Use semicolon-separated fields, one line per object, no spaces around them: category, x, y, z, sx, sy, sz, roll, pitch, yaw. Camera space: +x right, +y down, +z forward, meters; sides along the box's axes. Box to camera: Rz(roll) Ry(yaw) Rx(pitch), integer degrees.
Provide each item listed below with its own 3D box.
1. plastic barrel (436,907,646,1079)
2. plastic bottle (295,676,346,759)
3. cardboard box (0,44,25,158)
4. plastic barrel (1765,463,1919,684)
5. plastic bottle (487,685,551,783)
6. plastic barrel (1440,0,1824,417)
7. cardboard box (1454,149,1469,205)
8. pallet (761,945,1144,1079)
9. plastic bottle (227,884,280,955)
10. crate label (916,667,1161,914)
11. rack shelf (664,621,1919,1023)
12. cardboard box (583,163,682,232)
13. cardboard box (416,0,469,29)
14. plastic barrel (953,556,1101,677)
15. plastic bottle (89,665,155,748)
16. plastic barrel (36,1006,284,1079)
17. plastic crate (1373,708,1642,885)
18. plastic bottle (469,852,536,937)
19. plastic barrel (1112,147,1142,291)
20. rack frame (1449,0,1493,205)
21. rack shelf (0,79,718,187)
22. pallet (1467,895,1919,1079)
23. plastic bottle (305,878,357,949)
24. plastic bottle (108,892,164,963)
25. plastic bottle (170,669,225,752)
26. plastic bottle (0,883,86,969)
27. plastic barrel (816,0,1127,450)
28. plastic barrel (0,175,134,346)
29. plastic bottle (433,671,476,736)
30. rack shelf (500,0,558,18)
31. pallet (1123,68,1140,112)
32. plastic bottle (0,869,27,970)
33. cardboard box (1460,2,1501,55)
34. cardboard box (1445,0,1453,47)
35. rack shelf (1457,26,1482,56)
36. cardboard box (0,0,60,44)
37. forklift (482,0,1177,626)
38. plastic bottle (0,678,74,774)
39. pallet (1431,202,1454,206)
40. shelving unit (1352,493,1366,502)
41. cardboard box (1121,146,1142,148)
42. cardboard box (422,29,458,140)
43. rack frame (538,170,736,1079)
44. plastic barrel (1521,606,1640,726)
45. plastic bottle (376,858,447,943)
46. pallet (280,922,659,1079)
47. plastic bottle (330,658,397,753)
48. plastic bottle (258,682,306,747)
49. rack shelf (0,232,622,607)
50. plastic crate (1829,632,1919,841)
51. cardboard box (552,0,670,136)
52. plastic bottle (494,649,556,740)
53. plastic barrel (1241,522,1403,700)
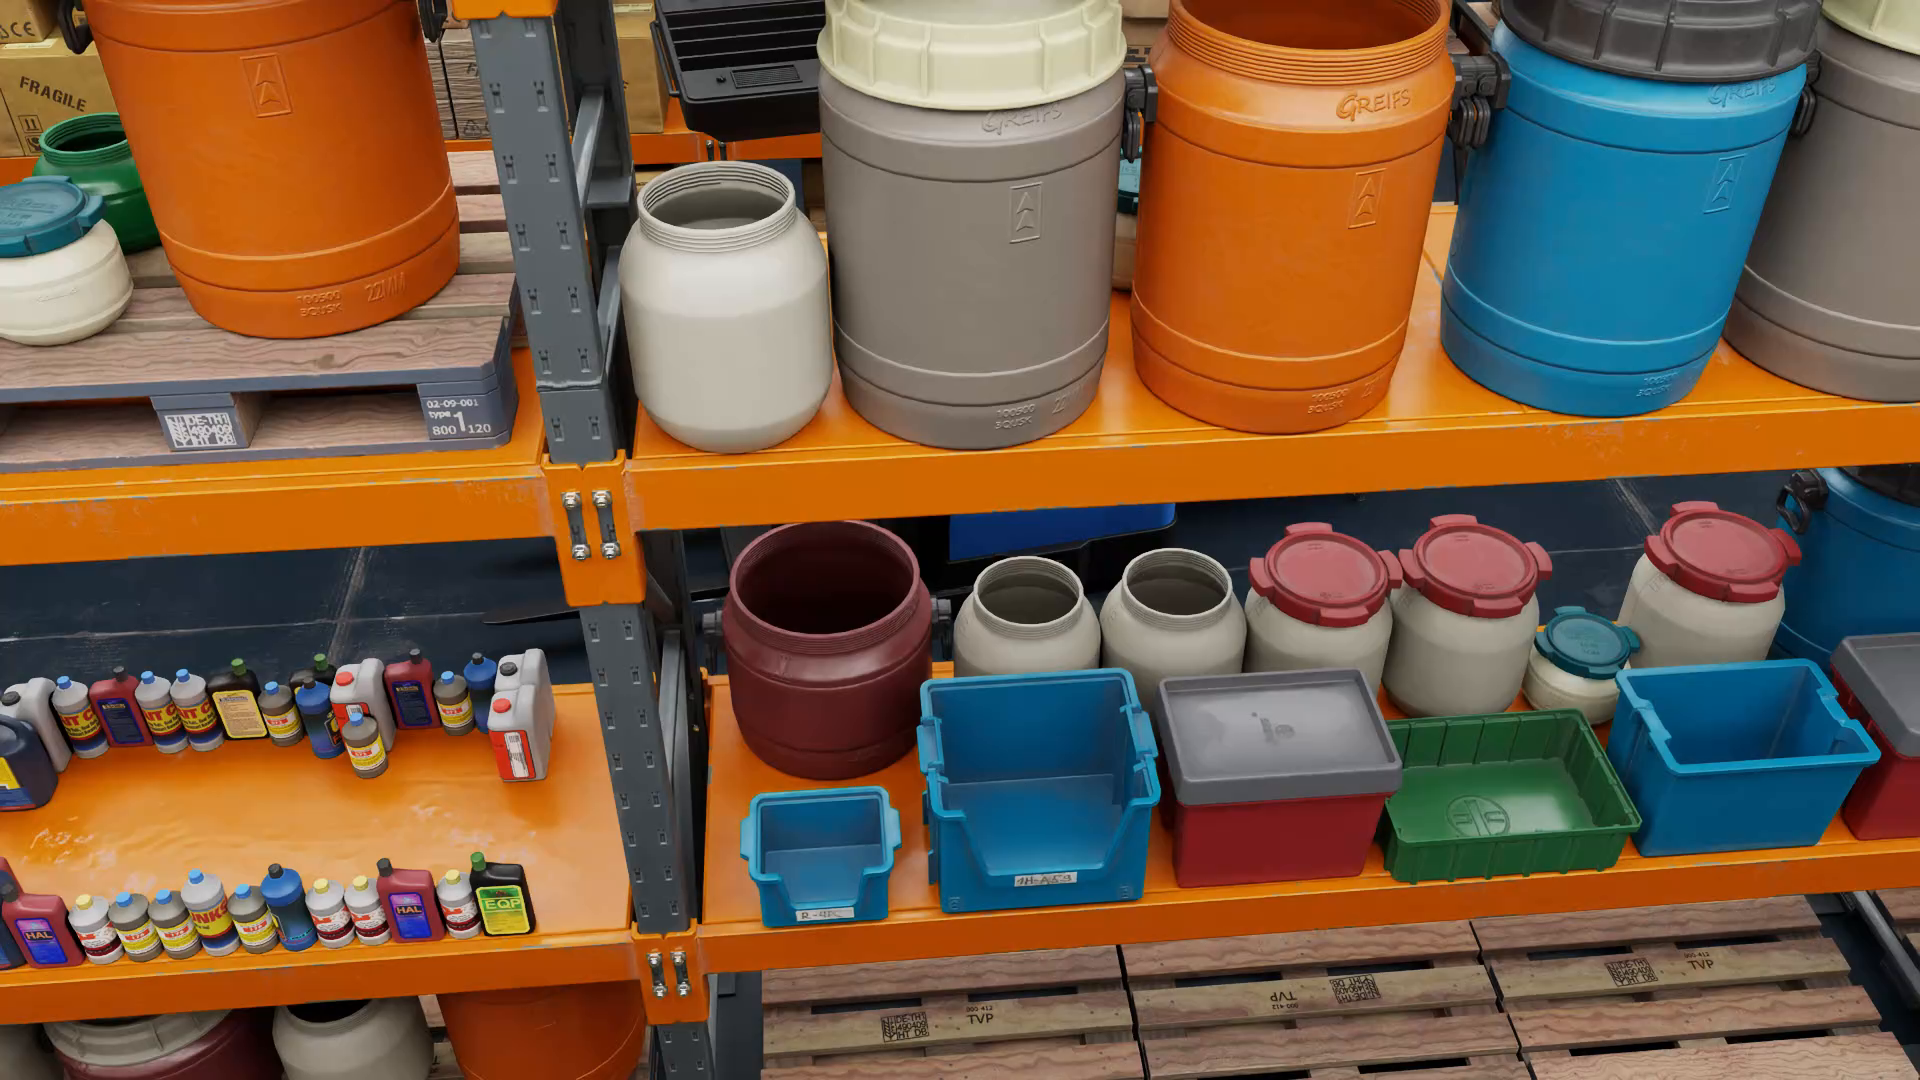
plastic barrel;-1.300;1.299;5.095;0.708;0.830;0.600;-3;38;-4
plastic bottle;-1.848;0.502;4.796;0.097;0.271;0.097;0;38;0
cardboard box;-4.757;-2.172;8.001;0.500;0.500;0.500;-3;38;-4
plastic barrel;2.758;-0.007;4.933;0.708;0.901;0.600;-3;38;-4
plastic bottle;-1.261;0.541;4.742;0.135;0.276;0.152;-3;38;-4
plastic barrel;1.379;-0.786;3.498;0.708;0.901;0.600;-3;38;-4
cardboard box;3.133;-1.882;9.392;0.500;0.500;0.500;-4;38;-5
pallet;-0.040;1.651;5.488;1.213;0.211;1.003;-3;38;-4
plastic bottle;-1.817;0.962;4.270;0.097;0.201;0.097;0;38;0
crate label;0.199;0.673;4.447;0.616;0.435;0.502;-3;38;-4
rack shelf;1.178;0.747;4.962;4.000;0.370;1.077;-3;38;-4
cardboard box;-1.943;-1.787;8.970;0.875;0.875;1.225;-5;39;-6
cardboard box;-2.632;-2.850;8.050;0.637;0.503;0.797;-2;38;-3
plastic barrel;0.191;0.342;4.804;0.421;0.512;0.421;0;38;0
plastic bottle;-2.429;0.480;4.814;0.133;0.283;0.061;-3;38;-4
plastic barrel;-2.425;1.456;5.091;0.708;0.588;0.600;-3;38;-4
plastic crate;1.460;0.708;4.602;0.662;0.188;0.450;-3;38;-4
plastic bottle;-1.180;0.906;4.275;0.133;0.283;0.061;-3;38;-4
plastic barrel;0.431;-0.763;3.985;0.301;0.262;0.301;0;38;0
rack frame;2.731;-2.701;8.751;0.127;3.000;1.000;-3;38;-4
rack shelf;-3.245;-2.089;8.557;4.000;0.370;1.077;-3;38;-4
pallet;2.391;1.517;5.657;1.213;0.211;1.003;-3;38;-4
plastic bottle;-1.623;0.951;4.283;0.097;0.201;0.097;0;38;0
plastic bottle;-2.108;0.978;4.250;0.097;0.201;0.097;0;38;0
plastic bottle;-2.216;0.484;4.819;0.097;0.271;0.097;0;38;0
plastic bottle;-2.318;0.968;4.195;0.133;0.283;0.061;-3;38;-4
plastic barrel;0.023;-0.711;3.403;0.600;0.901;0.600;0;38;0
plastic barrel;-1.870;-0.564;3.395;0.301;0.262;0.301;0;38;0
plastic bottle;-1.489;0.472;4.891;0.097;0.201;0.097;0;38;0
rack shelf;1.178;-1.451;3.228;4.000;0.370;1.077;-3;38;-4
pallet;0.715;-2.540;8.702;1.213;0.211;1.003;-3;38;-4
plastic bottle;-2.480;0.925;4.196;0.185;0.351;0.144;-3;38;-4
cardboard box;2.919;-2.795;9.074;0.250;0.149;0.380;-3;38;-4
cardboard box;1.927;-3.144;8.490;1.000;1.000;1.000;-3;38;-4
rack shelf;4.723;-2.528;9.113;4.000;0.370;1.077;-3;38;-4
cardboard box;-4.602;-2.735;7.904;0.637;0.503;0.797;-4;38;-5
forklift;-0.609;-1.056;6.722;3.031;2.935;1.130;-9;39;-11
plastic bottle;-2.656;0.524;4.765;0.135;0.276;0.152;-3;38;-4
pallet;3.397;-1.665;9.690;1.213;0.211;1.003;-3;38;-4
shelving unit;1.373;-0.847;7.613;1.048;1.500;0.538;-9;39;-11
cardboard box;1.083;-1.826;9.306;0.500;0.500;0.700;-6;39;-8
cardboard box;-2.737;-2.286;8.146;0.500;0.500;0.500;-4;38;-5
rack frame;-0.815;0.575;4.600;0.127;3.000;1.000;-3;38;-4
plastic barrel;1.838;0.387;4.949;0.301;0.262;0.301;0;38;0
plastic bottle;-1.410;0.918;4.259;0.133;0.283;0.061;-3;38;-4
pallet;-1.596;1.738;5.377;1.213;0.211;1.003;-3;38;-4
plastic bottle;-1.735;0.473;4.829;0.135;0.276;0.152;-3;38;-4
plastic bottle;-1.986;0.499;4.856;0.097;0.201;0.097;0;38;0
rack shelf;-2.807;-0.211;3.755;4.000;0.370;1.077;-3;38;-4
plastic crate;2.714;0.545;4.586;0.583;0.464;0.402;-3;38;-4
cardboard box;-1.723;-2.341;8.214;0.500;0.500;0.500;-2;38;-3
plastic bottle;-1.274;0.448;4.861;0.135;0.276;0.152;-3;38;-4
plastic barrel;1.036;0.283;4.860;0.433;0.535;0.433;0;38;0
